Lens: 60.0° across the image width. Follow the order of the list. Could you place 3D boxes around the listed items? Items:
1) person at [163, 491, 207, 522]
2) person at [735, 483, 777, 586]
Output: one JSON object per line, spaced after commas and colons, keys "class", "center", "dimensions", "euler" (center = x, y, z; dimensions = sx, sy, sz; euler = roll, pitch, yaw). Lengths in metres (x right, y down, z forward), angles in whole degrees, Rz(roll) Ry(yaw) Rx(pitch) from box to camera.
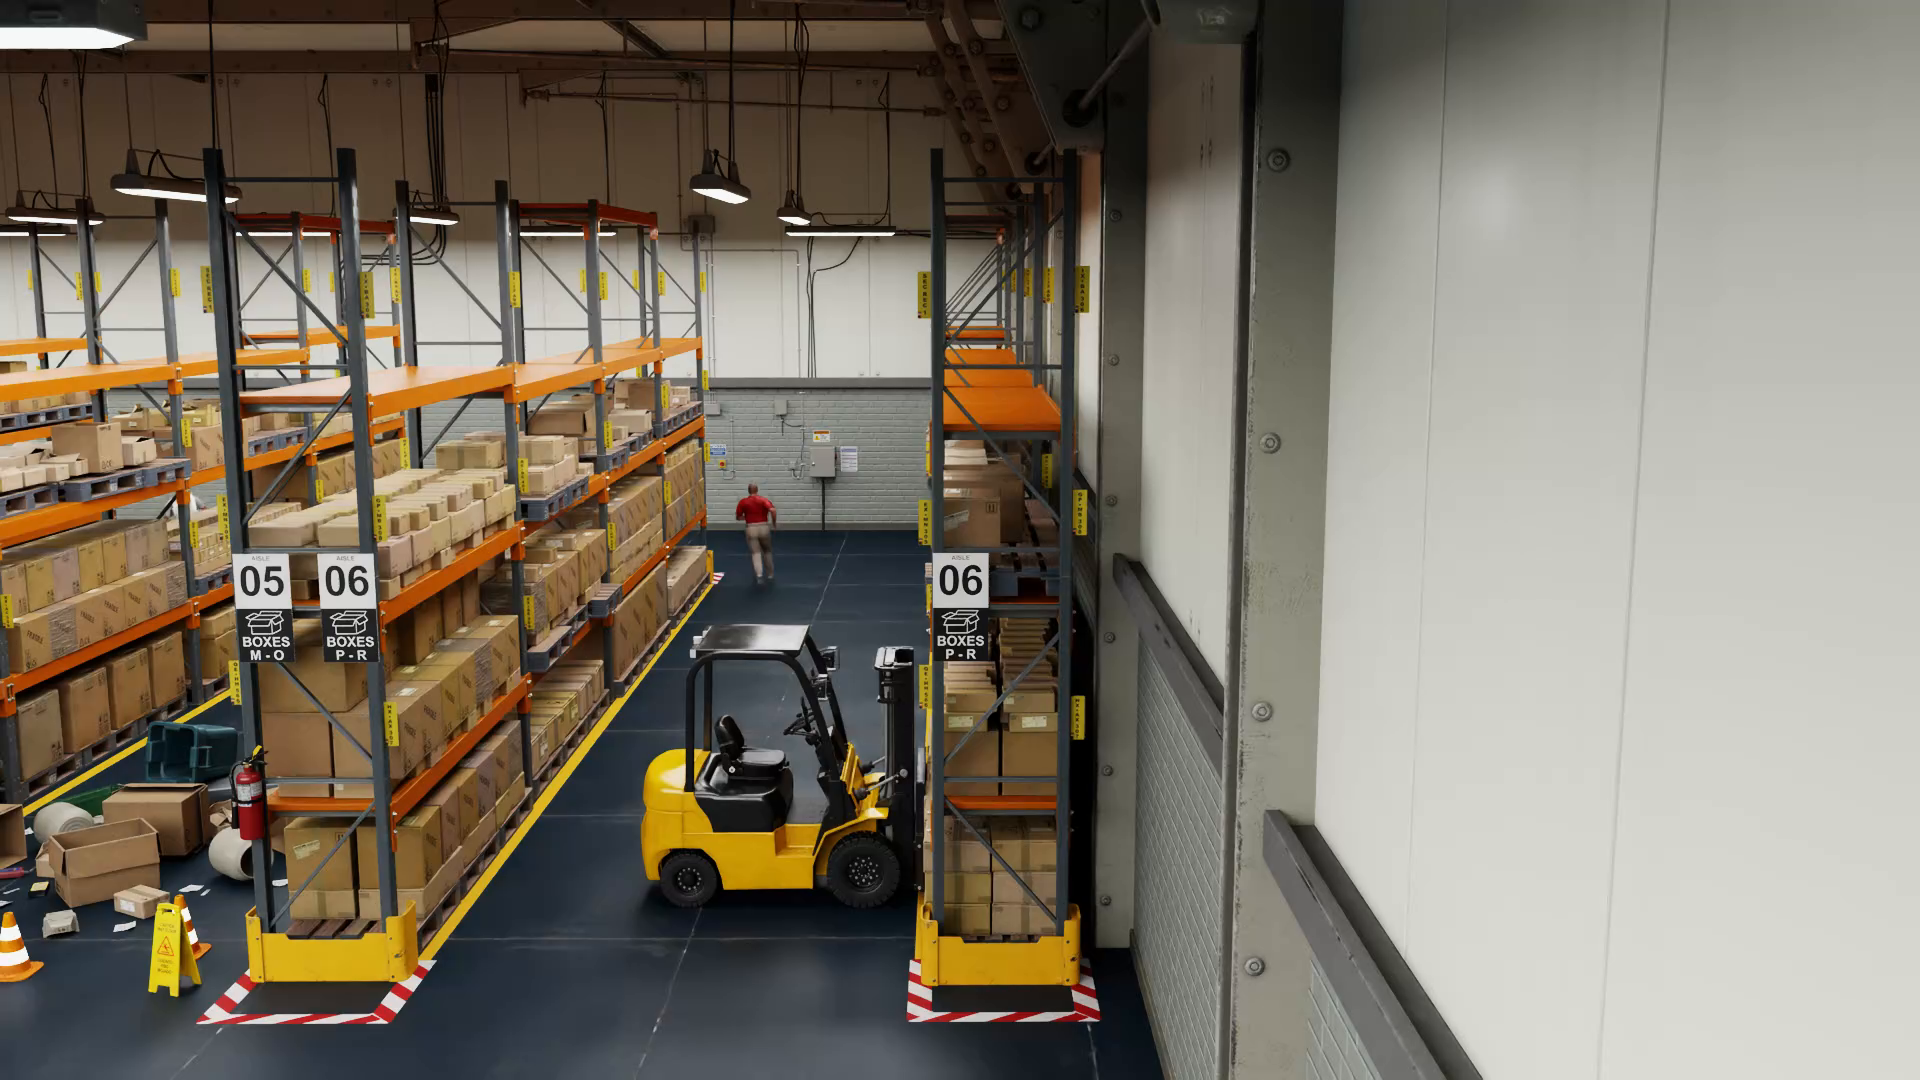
{"class": "person", "center": [-12.982, -0.130, 27.928], "dimensions": [0.713, 1.735, 0.612], "euler": [-5, 11, -31]}
{"class": "person", "center": [-3.382, -0.117, 27.615], "dimensions": [0.685, 1.689, 1.013], "euler": [-1, 9, -5]}
